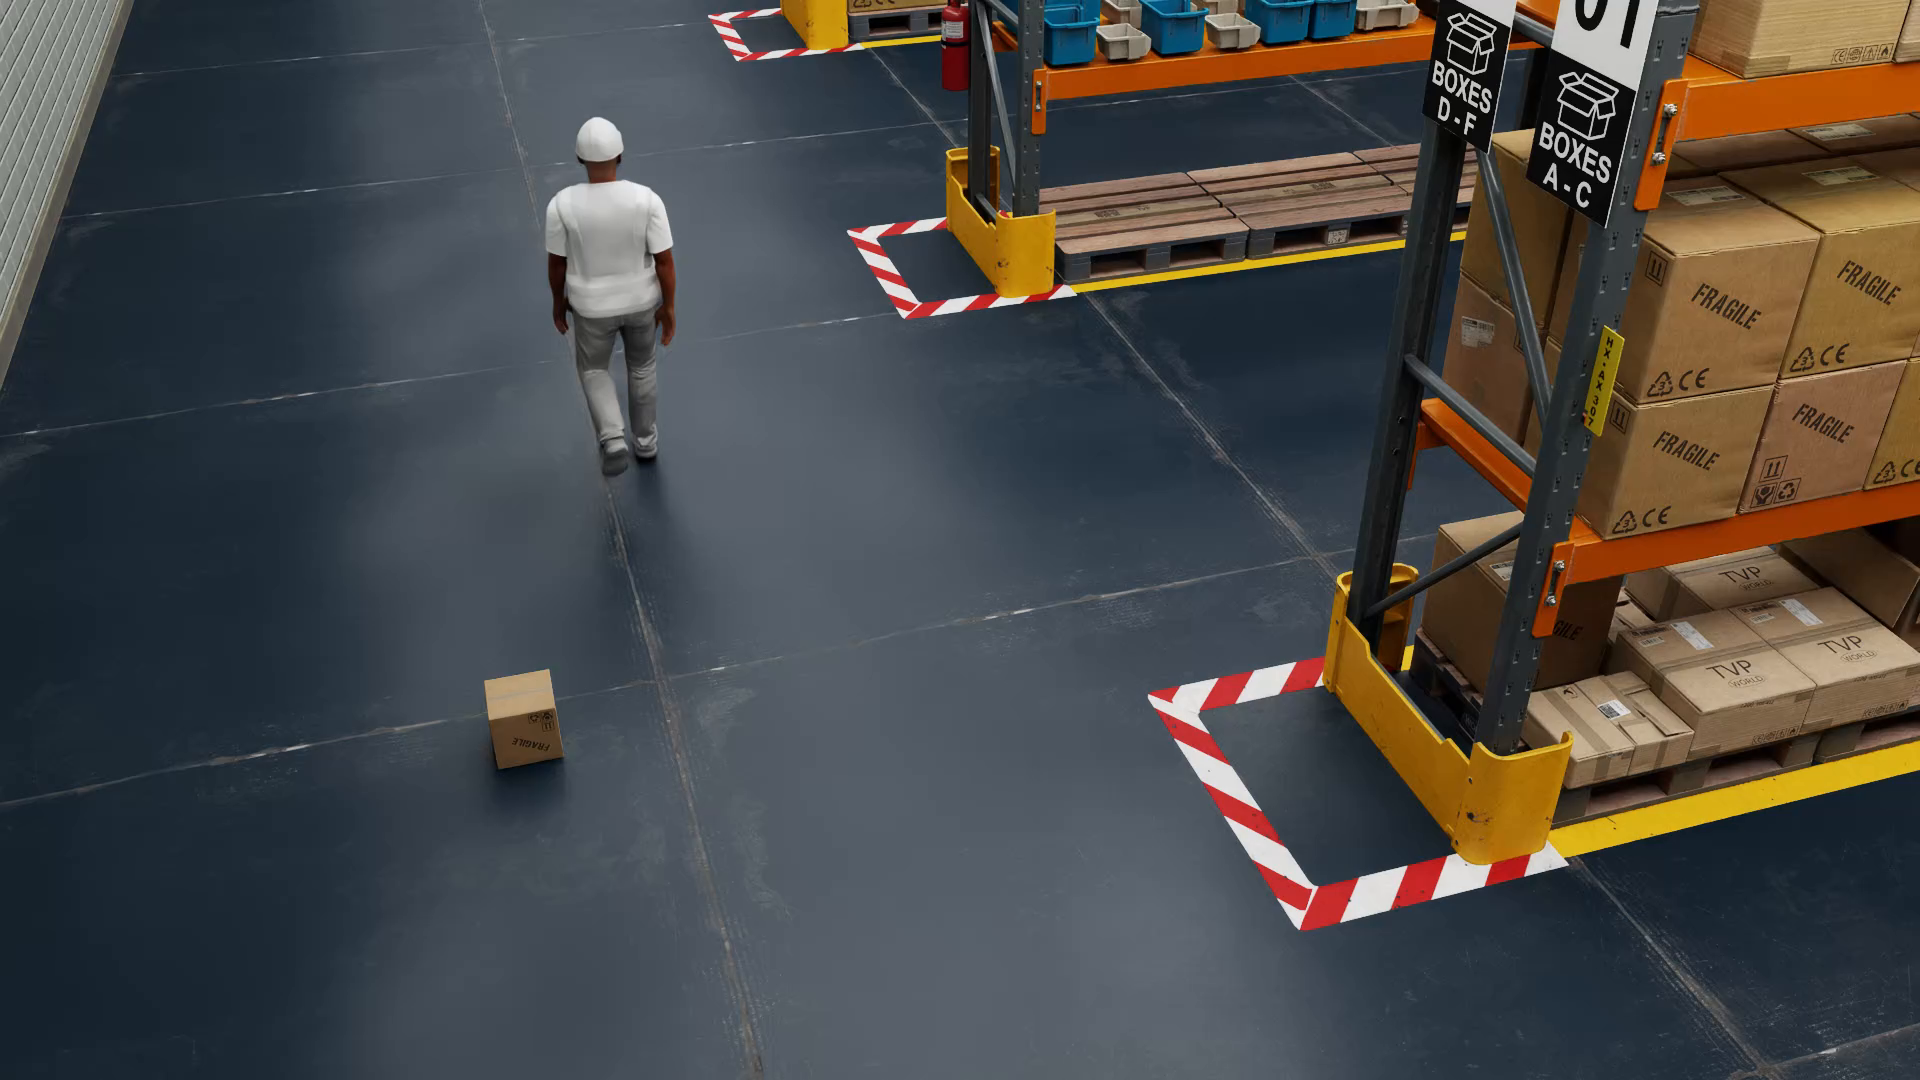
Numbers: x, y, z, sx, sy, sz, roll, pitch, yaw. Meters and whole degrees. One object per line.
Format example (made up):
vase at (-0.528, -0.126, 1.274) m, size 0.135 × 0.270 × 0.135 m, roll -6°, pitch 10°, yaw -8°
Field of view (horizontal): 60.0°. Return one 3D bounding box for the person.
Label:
person at (-1.601, -1.096, 7.724) m, size 0.576 × 1.746 × 0.707 m, roll -9°, pitch 35°, yaw -13°
